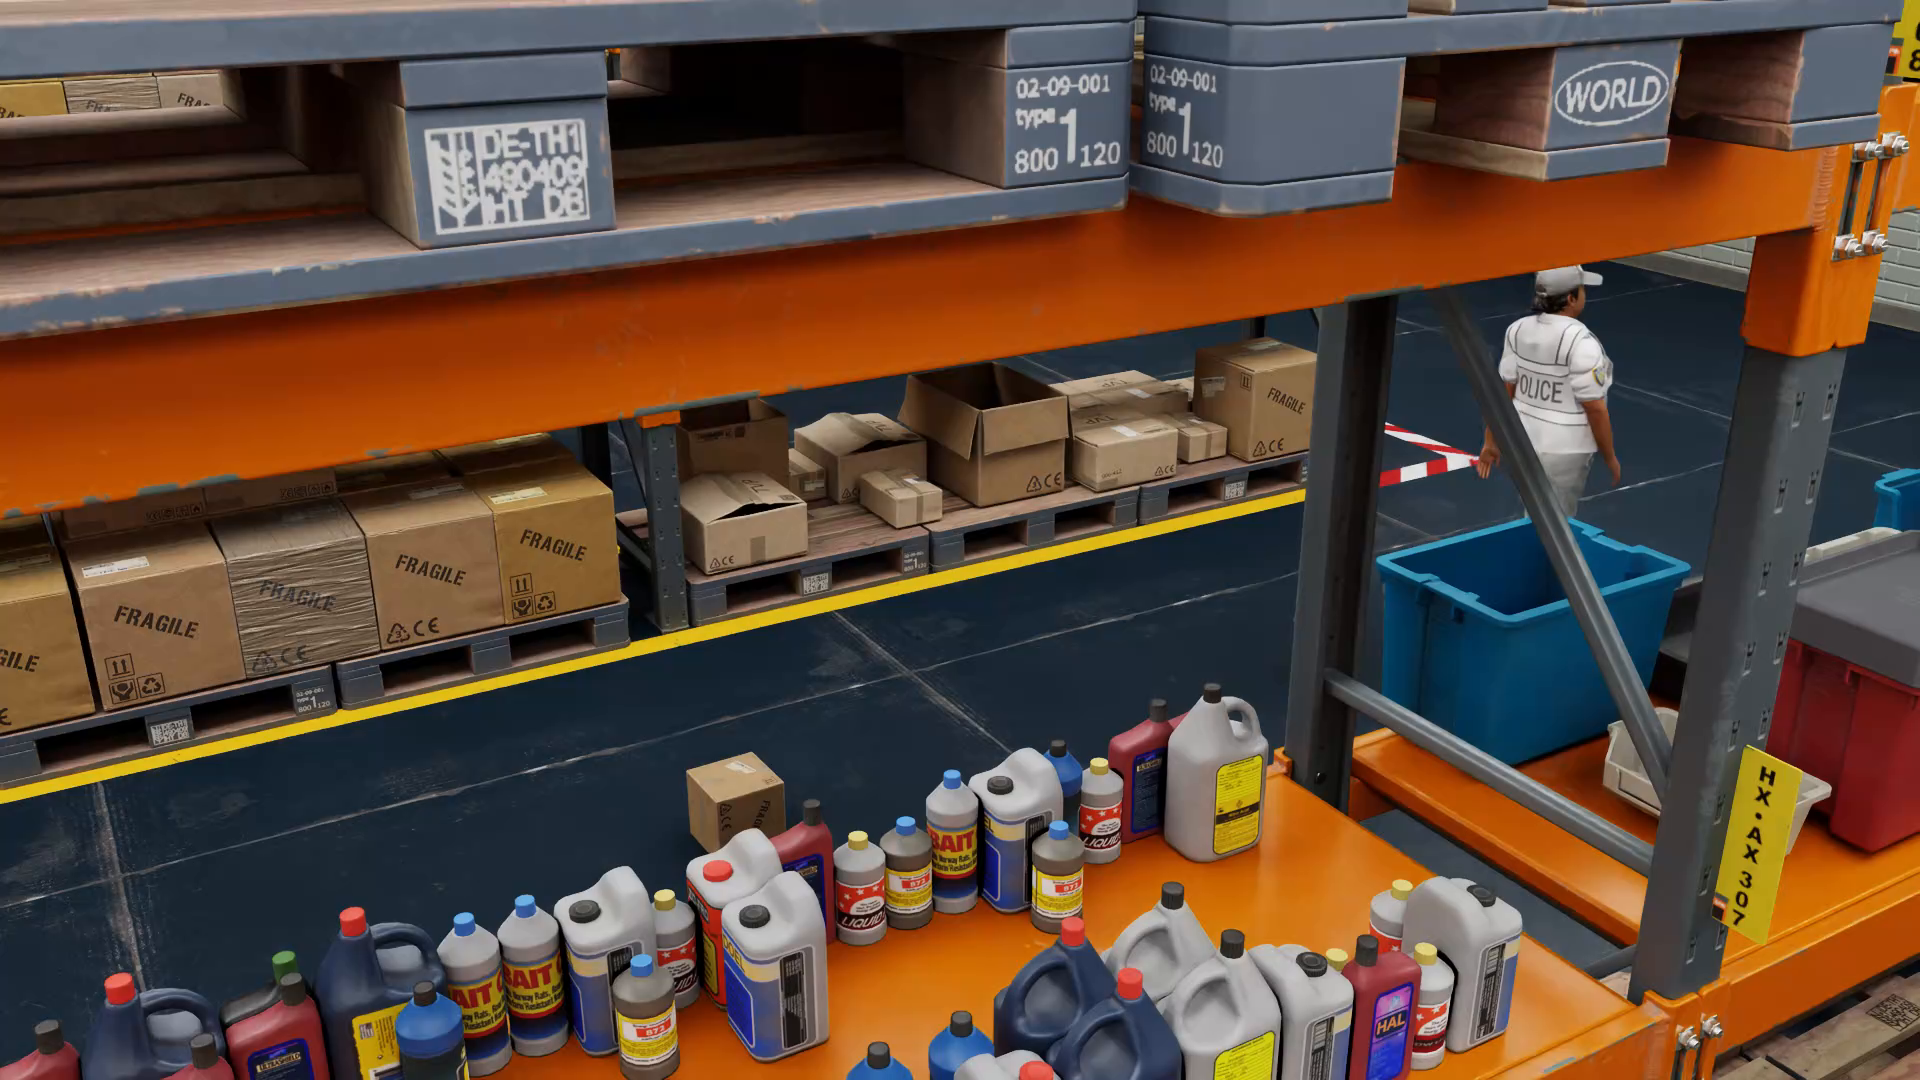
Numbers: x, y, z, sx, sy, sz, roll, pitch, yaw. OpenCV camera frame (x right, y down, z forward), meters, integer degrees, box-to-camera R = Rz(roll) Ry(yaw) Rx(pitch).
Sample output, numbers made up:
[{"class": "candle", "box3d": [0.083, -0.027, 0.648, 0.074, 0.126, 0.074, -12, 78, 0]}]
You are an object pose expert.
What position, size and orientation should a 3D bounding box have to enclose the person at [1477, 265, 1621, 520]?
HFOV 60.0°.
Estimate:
[{"class": "person", "box3d": [2.530, -0.398, 7.082, 1.010, 1.611, 0.497, -9, 24, -22]}]
